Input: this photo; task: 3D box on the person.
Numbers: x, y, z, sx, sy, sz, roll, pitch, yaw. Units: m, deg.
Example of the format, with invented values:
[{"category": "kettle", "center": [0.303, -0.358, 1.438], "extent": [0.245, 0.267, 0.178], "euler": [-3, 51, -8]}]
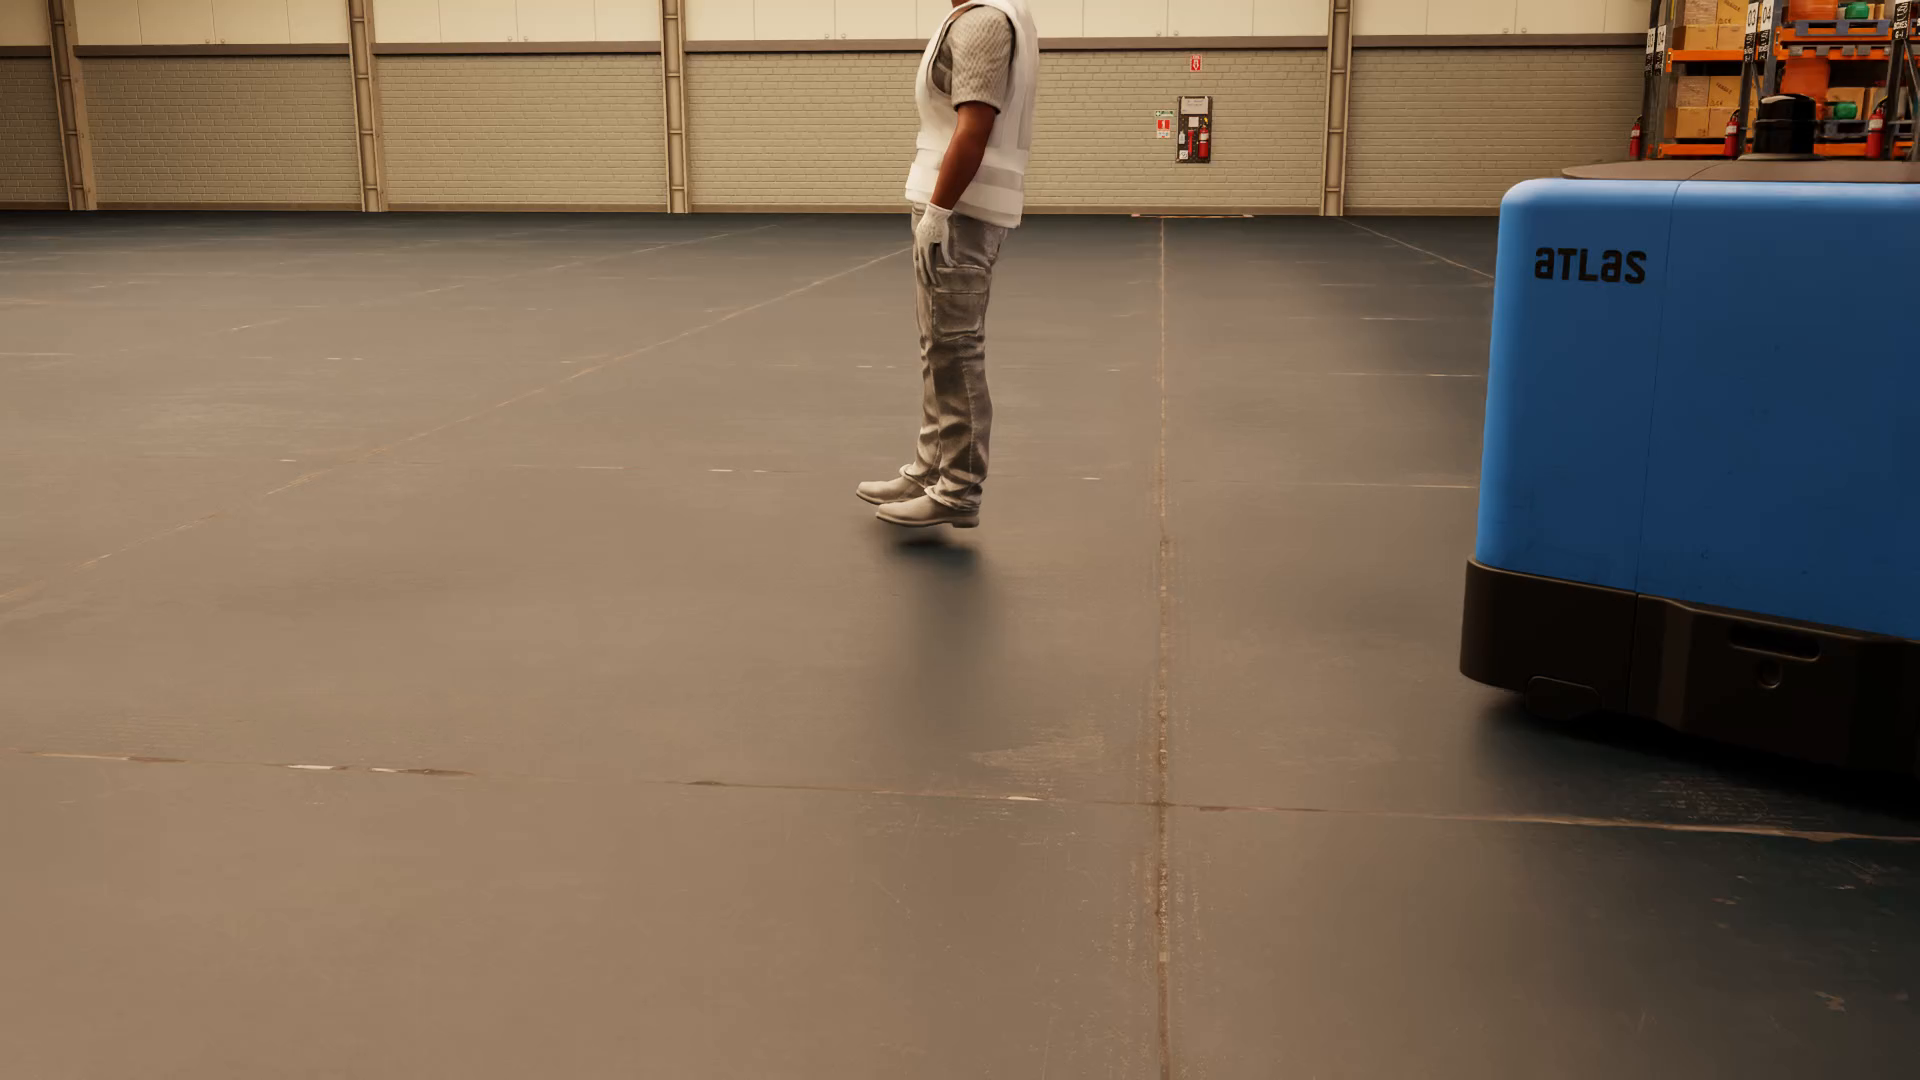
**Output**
[{"category": "person", "center": [-0.071, -0.918, 4.748], "extent": [0.575, 1.784, 0.656], "euler": [2, 13, 7]}]

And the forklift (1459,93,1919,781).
[{"category": "forklift", "center": [2.475, -0.938, 2.520], "extent": [3.031, 2.935, 1.130], "euler": [11, 17, 40]}]
